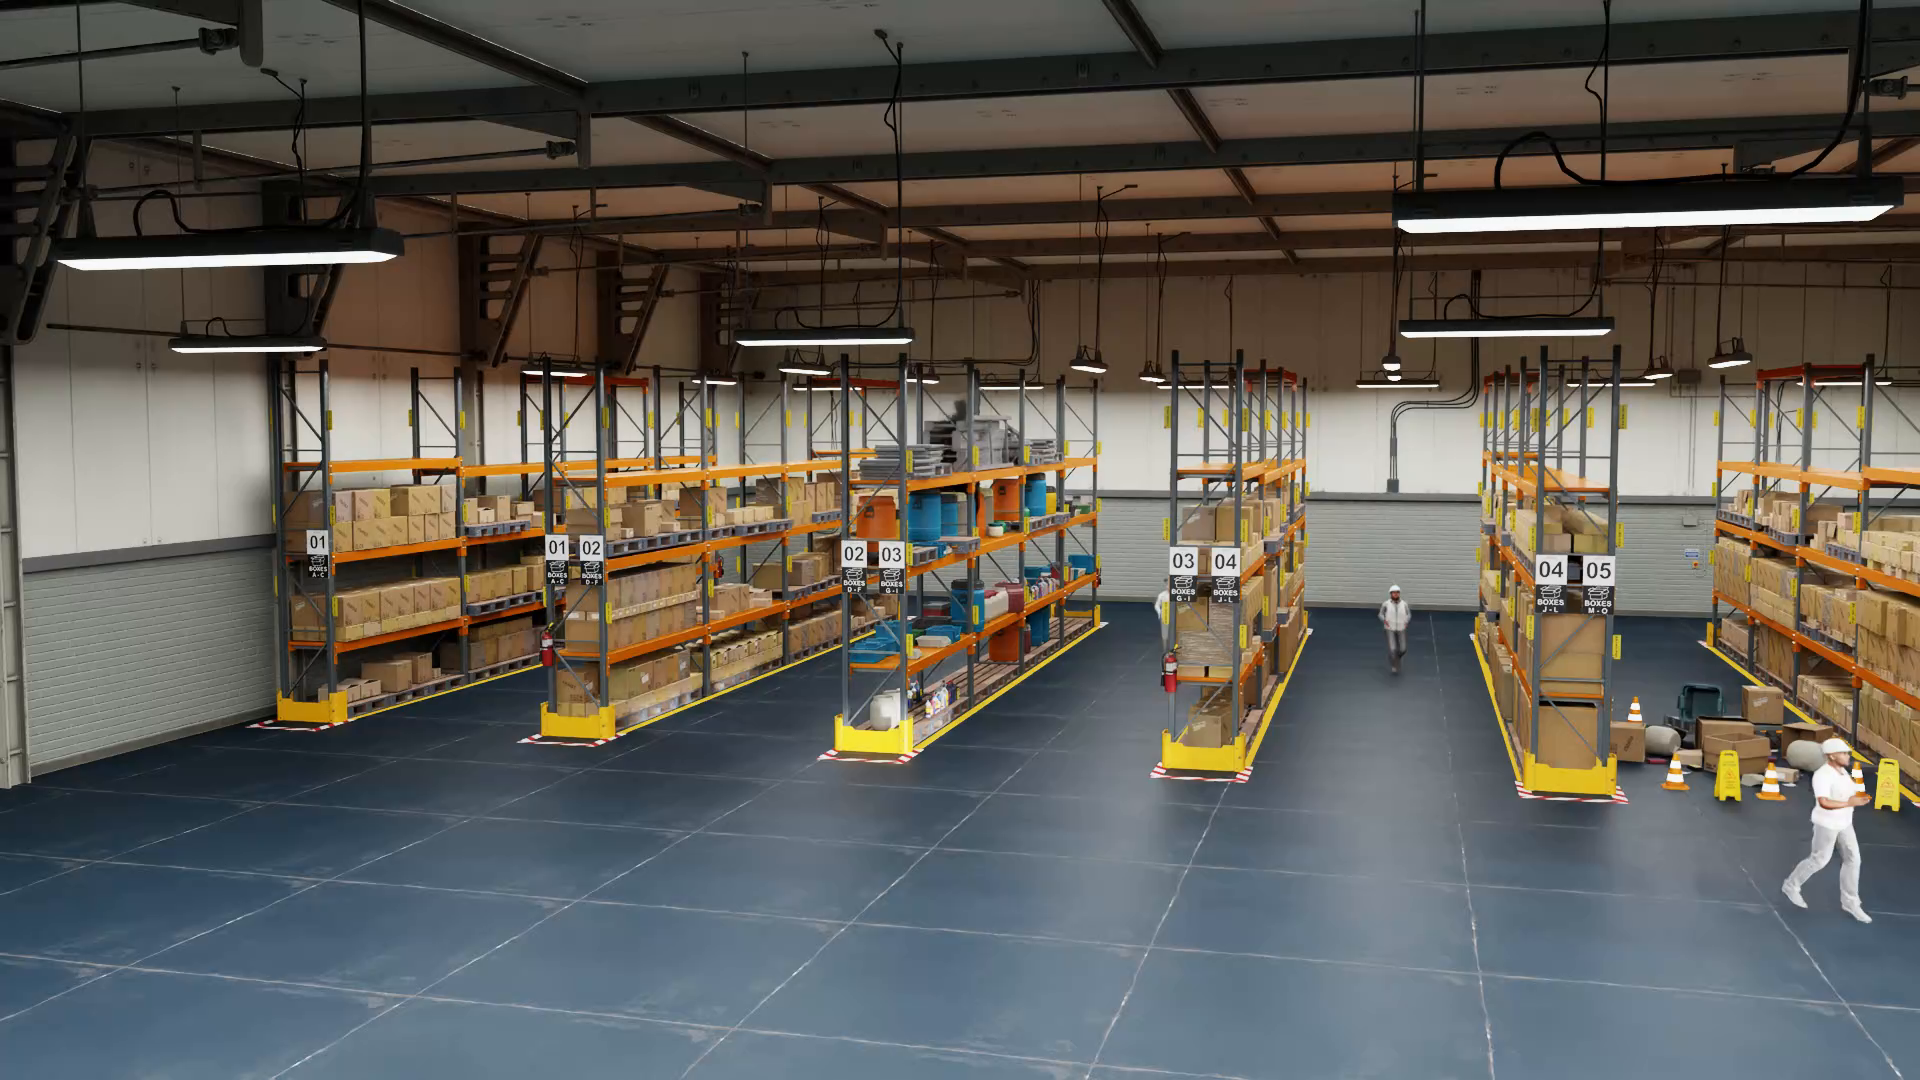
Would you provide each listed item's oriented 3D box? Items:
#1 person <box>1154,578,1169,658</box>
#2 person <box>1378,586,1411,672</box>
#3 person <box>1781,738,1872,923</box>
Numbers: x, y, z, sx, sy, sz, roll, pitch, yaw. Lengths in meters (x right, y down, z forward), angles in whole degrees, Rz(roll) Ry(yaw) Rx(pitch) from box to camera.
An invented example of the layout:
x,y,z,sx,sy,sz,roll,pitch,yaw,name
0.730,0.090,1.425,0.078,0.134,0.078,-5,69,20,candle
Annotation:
x,y,z,sx,sy,sz,roll,pitch,yaw,name
4.105,1.552,32.565,0.611,1.656,0.467,1,4,13,person
8.639,1.766,33.012,0.656,1.722,0.603,0,4,5,person
8.766,2.900,16.791,0.703,1.823,0.833,-3,5,-37,person
